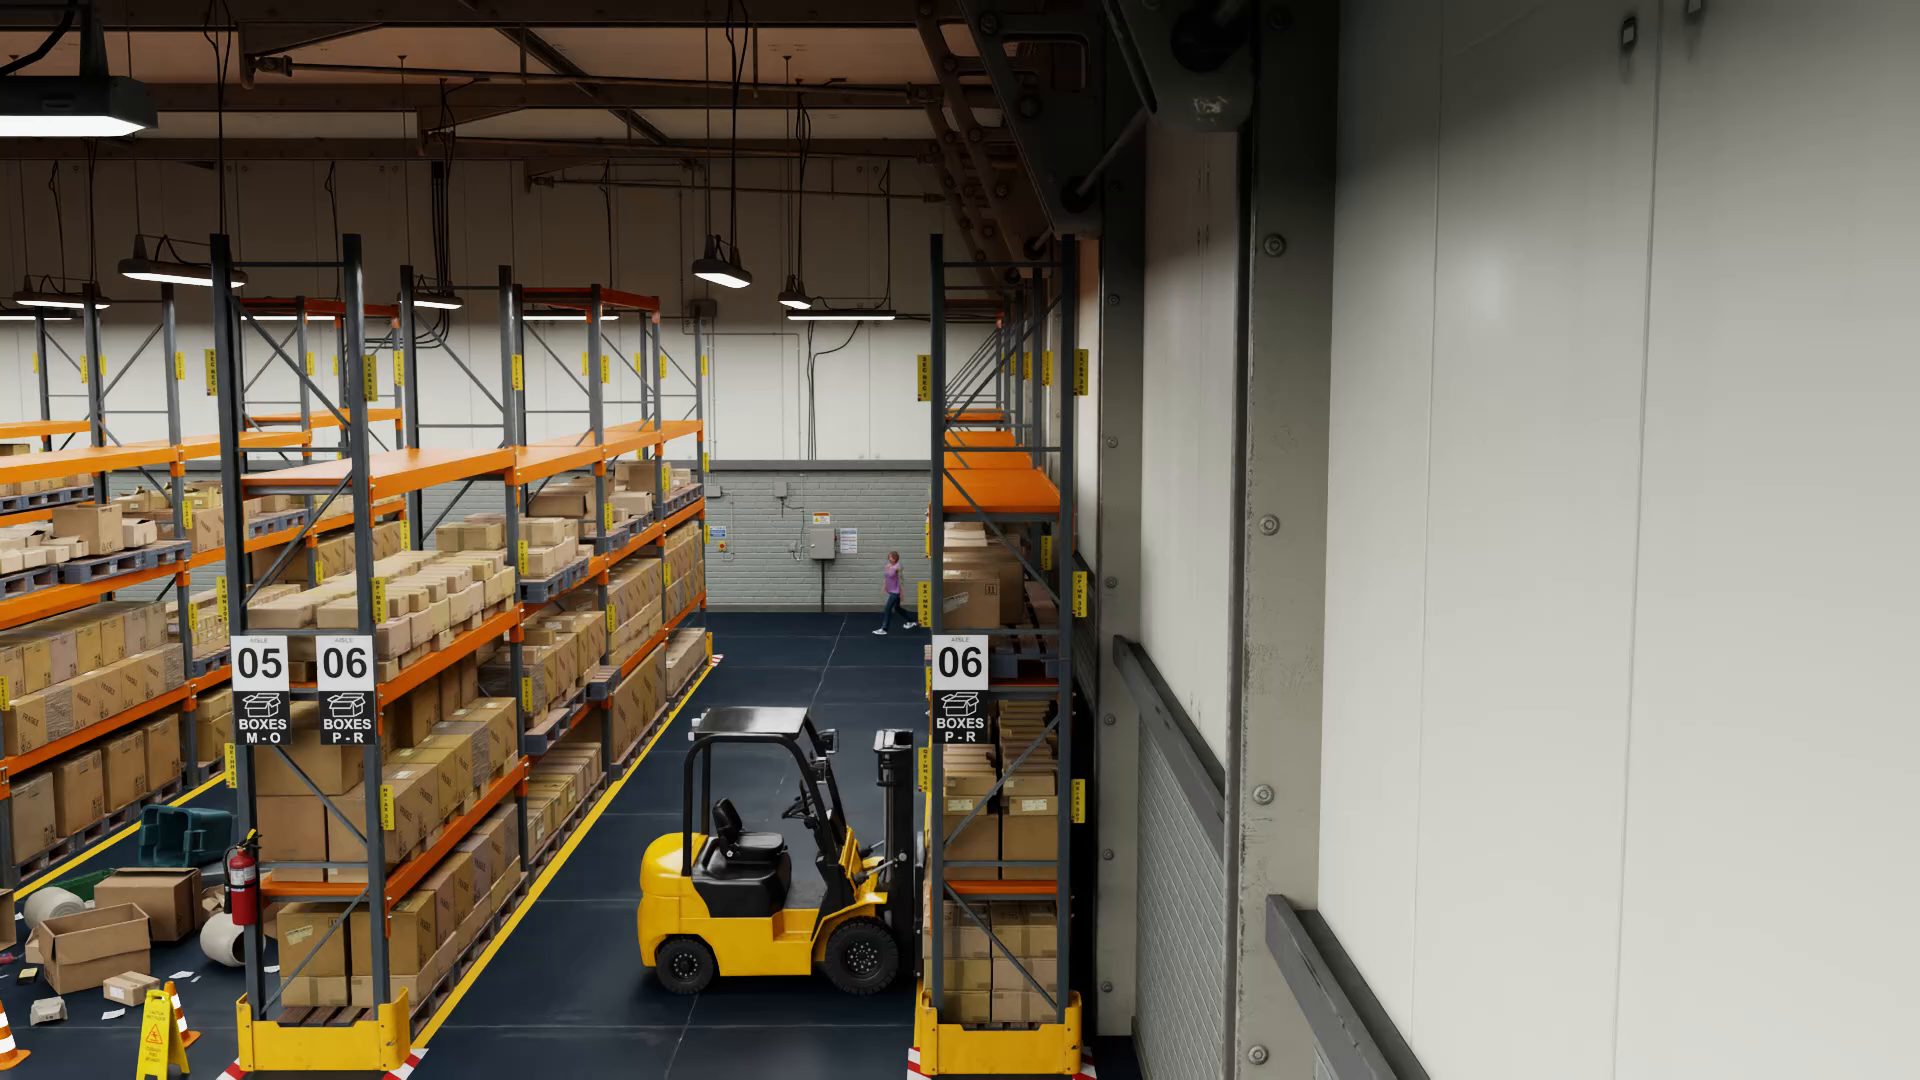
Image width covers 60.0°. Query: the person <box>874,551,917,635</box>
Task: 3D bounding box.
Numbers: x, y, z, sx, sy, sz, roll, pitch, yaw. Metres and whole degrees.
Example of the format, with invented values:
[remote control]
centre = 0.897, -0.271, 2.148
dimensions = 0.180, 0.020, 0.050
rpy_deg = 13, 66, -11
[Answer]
[person]
centre = -1.215, 0.969, 30.970
dimensions = 0.909, 1.560, 0.410
rpy_deg = -3, 7, -28
